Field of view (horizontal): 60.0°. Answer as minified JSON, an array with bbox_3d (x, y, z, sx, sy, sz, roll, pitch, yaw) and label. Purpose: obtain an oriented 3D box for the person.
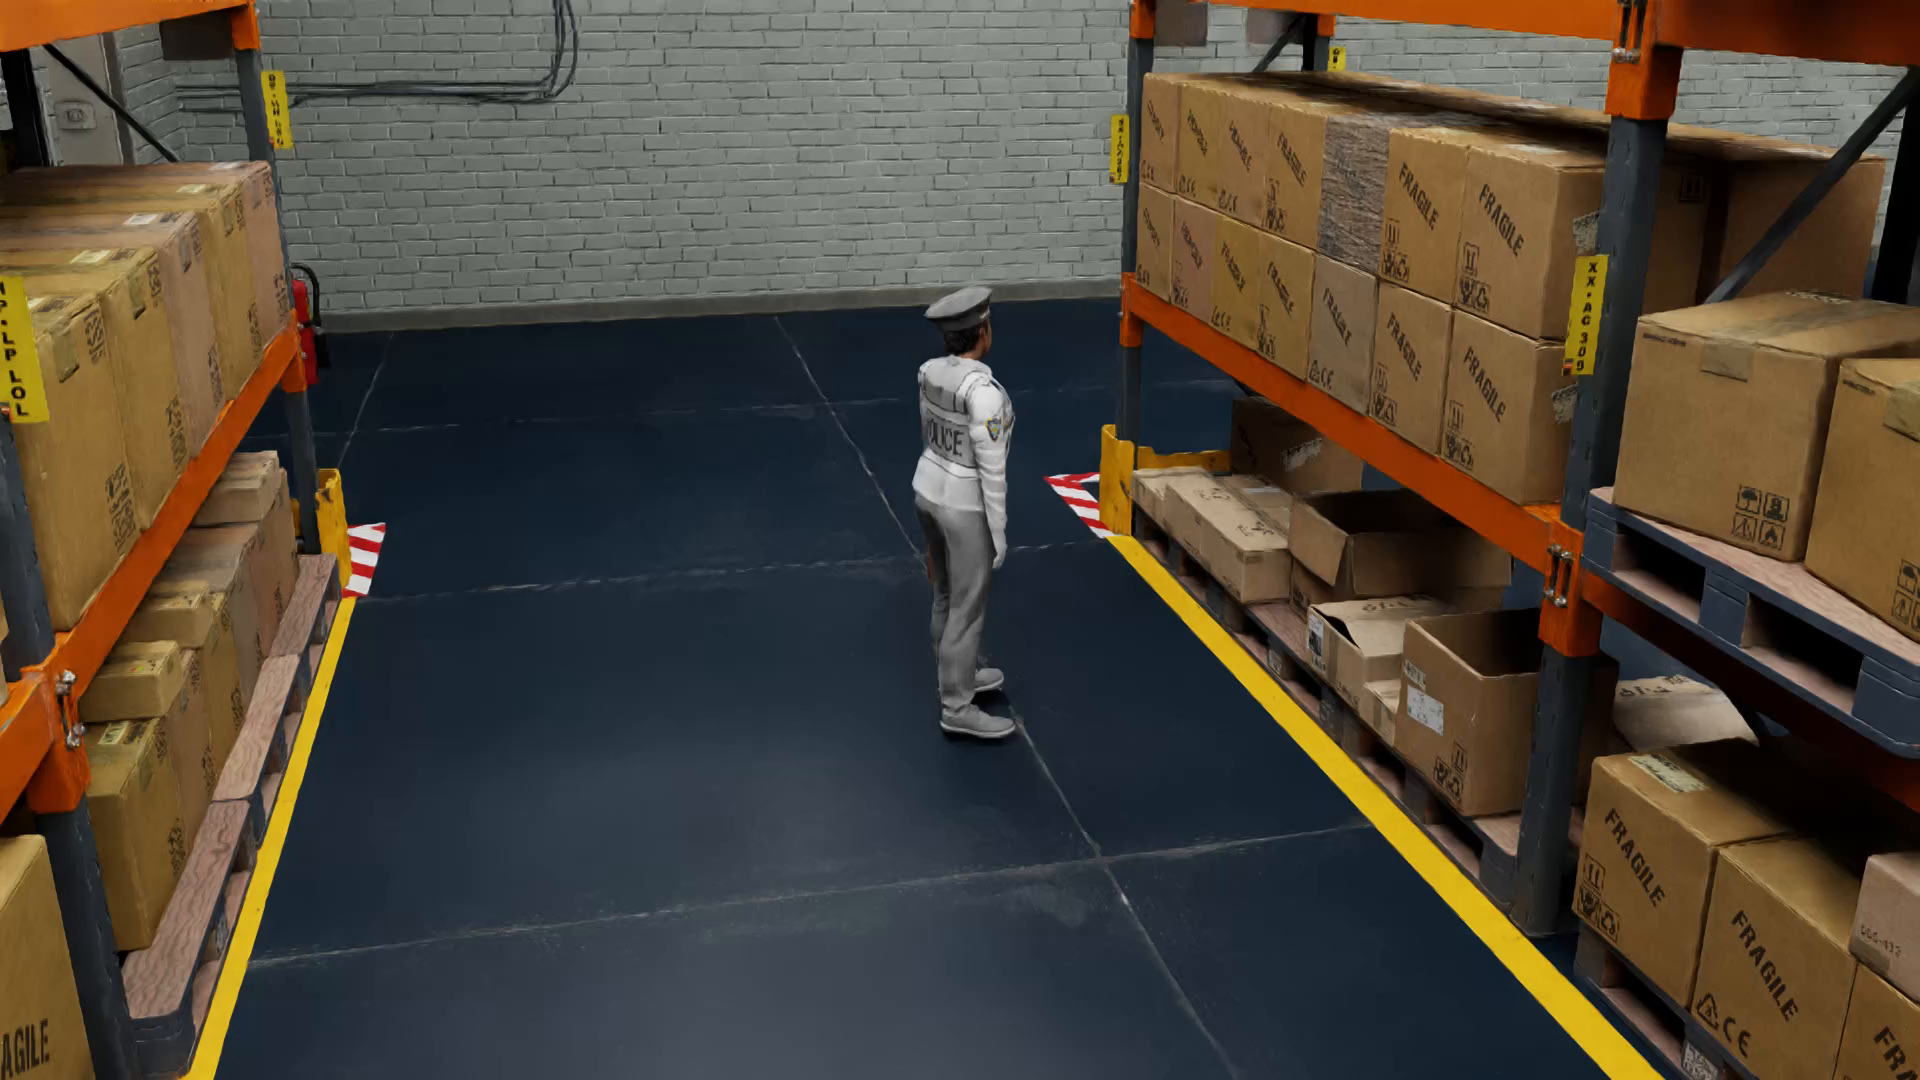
[{"bbox_3d":[0.053,-0.117,6.298,0.430,1.686,0.540,-11,23,-29],"label":"person"}]
